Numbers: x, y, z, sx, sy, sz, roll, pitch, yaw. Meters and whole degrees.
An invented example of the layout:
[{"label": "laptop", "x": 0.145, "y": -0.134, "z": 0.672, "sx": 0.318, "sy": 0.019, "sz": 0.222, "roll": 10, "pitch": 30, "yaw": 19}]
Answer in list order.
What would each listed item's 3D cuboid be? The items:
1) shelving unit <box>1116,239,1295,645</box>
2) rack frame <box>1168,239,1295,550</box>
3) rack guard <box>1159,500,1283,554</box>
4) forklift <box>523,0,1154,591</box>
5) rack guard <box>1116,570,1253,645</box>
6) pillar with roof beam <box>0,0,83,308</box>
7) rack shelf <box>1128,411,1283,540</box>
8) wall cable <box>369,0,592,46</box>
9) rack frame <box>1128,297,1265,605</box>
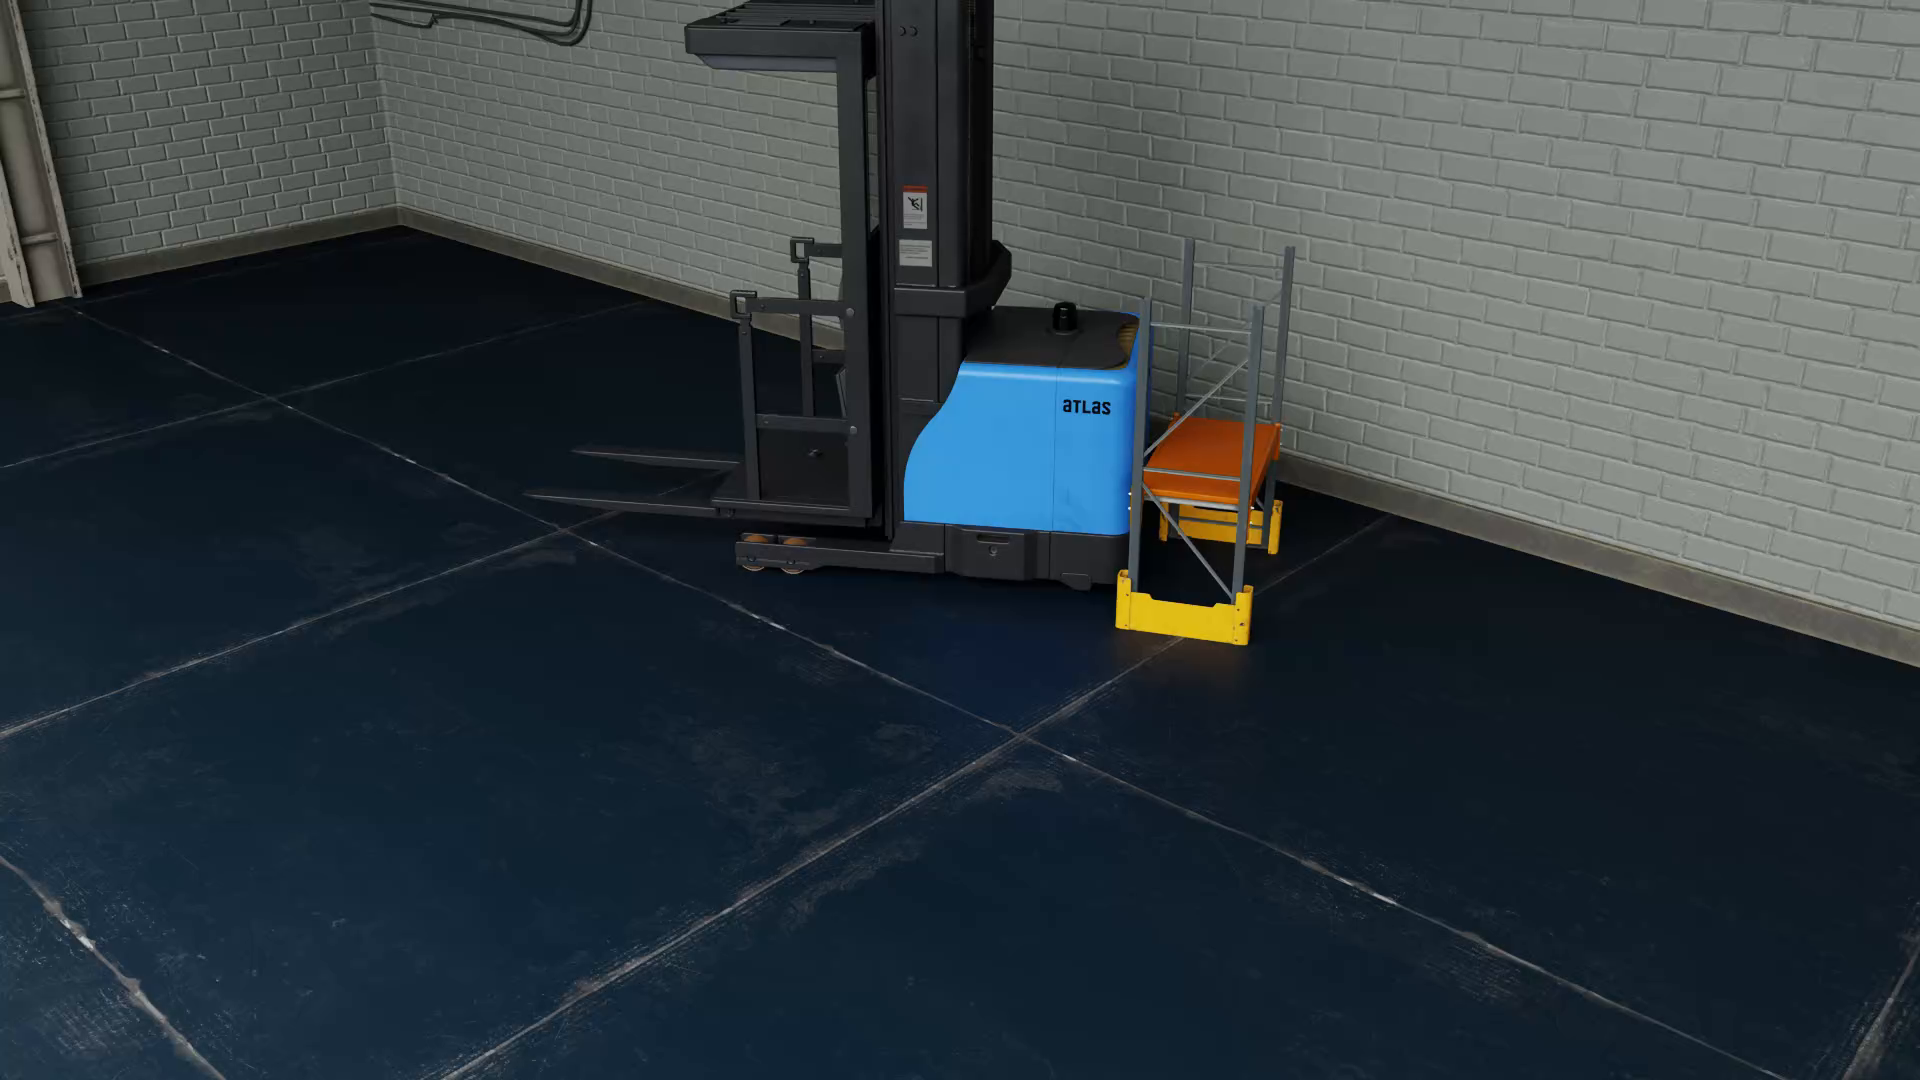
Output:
[{"label": "shelving unit", "x": 1.127, "y": -0.471, "z": 7.467, "sx": 0.587, "sy": 1.500, "sz": 1.083, "roll": 7, "pitch": 25, "yaw": 16}, {"label": "rack frame", "x": 1.280, "y": -0.673, "z": 7.918, "sx": 0.500, "sy": 1.500, "sz": 0.032, "roll": 7, "pitch": 25, "yaw": 16}, {"label": "rack guard", "x": 1.275, "y": -0.095, "z": 8.156, "sx": 0.587, "sy": 0.250, "sz": 0.087, "roll": 7, "pitch": 25, "yaw": 16}, {"label": "forklift", "x": -0.613, "y": -1.383, "z": 7.752, "sx": 3.031, "sy": 2.935, "sz": 1.130, "roll": 4, "pitch": 25, "yaw": 9}, {"label": "rack guard", "x": 0.980, "y": 0.294, "z": 7.288, "sx": 0.587, "sy": 0.250, "sz": 0.087, "roll": 7, "pitch": 25, "yaw": 16}, {"label": "pillar with roof beam", "x": -3.496, "y": -4.706, "z": 7.746, "sx": 9.100, "sy": 9.000, "sz": 0.400, "roll": 20, "pitch": 31, "yaw": 38}, {"label": "rack shelf", "x": 1.130, "y": -0.310, "z": 7.548, "sx": 0.538, "sy": 0.185, "sz": 1.000, "roll": 7, "pitch": 25, "yaw": 16}, {"label": "wall cable", "x": -3.751, "y": -5.001, "z": 12.199, "sx": 3.097, "sy": 2.526, "sz": 0.112, "roll": 20, "pitch": 31, "yaw": 38}, {"label": "rack frame", "x": 0.979, "y": -0.276, "z": 7.031, "sx": 0.500, "sy": 1.500, "sz": 0.032, "roll": 7, "pitch": 25, "yaw": 16}]
